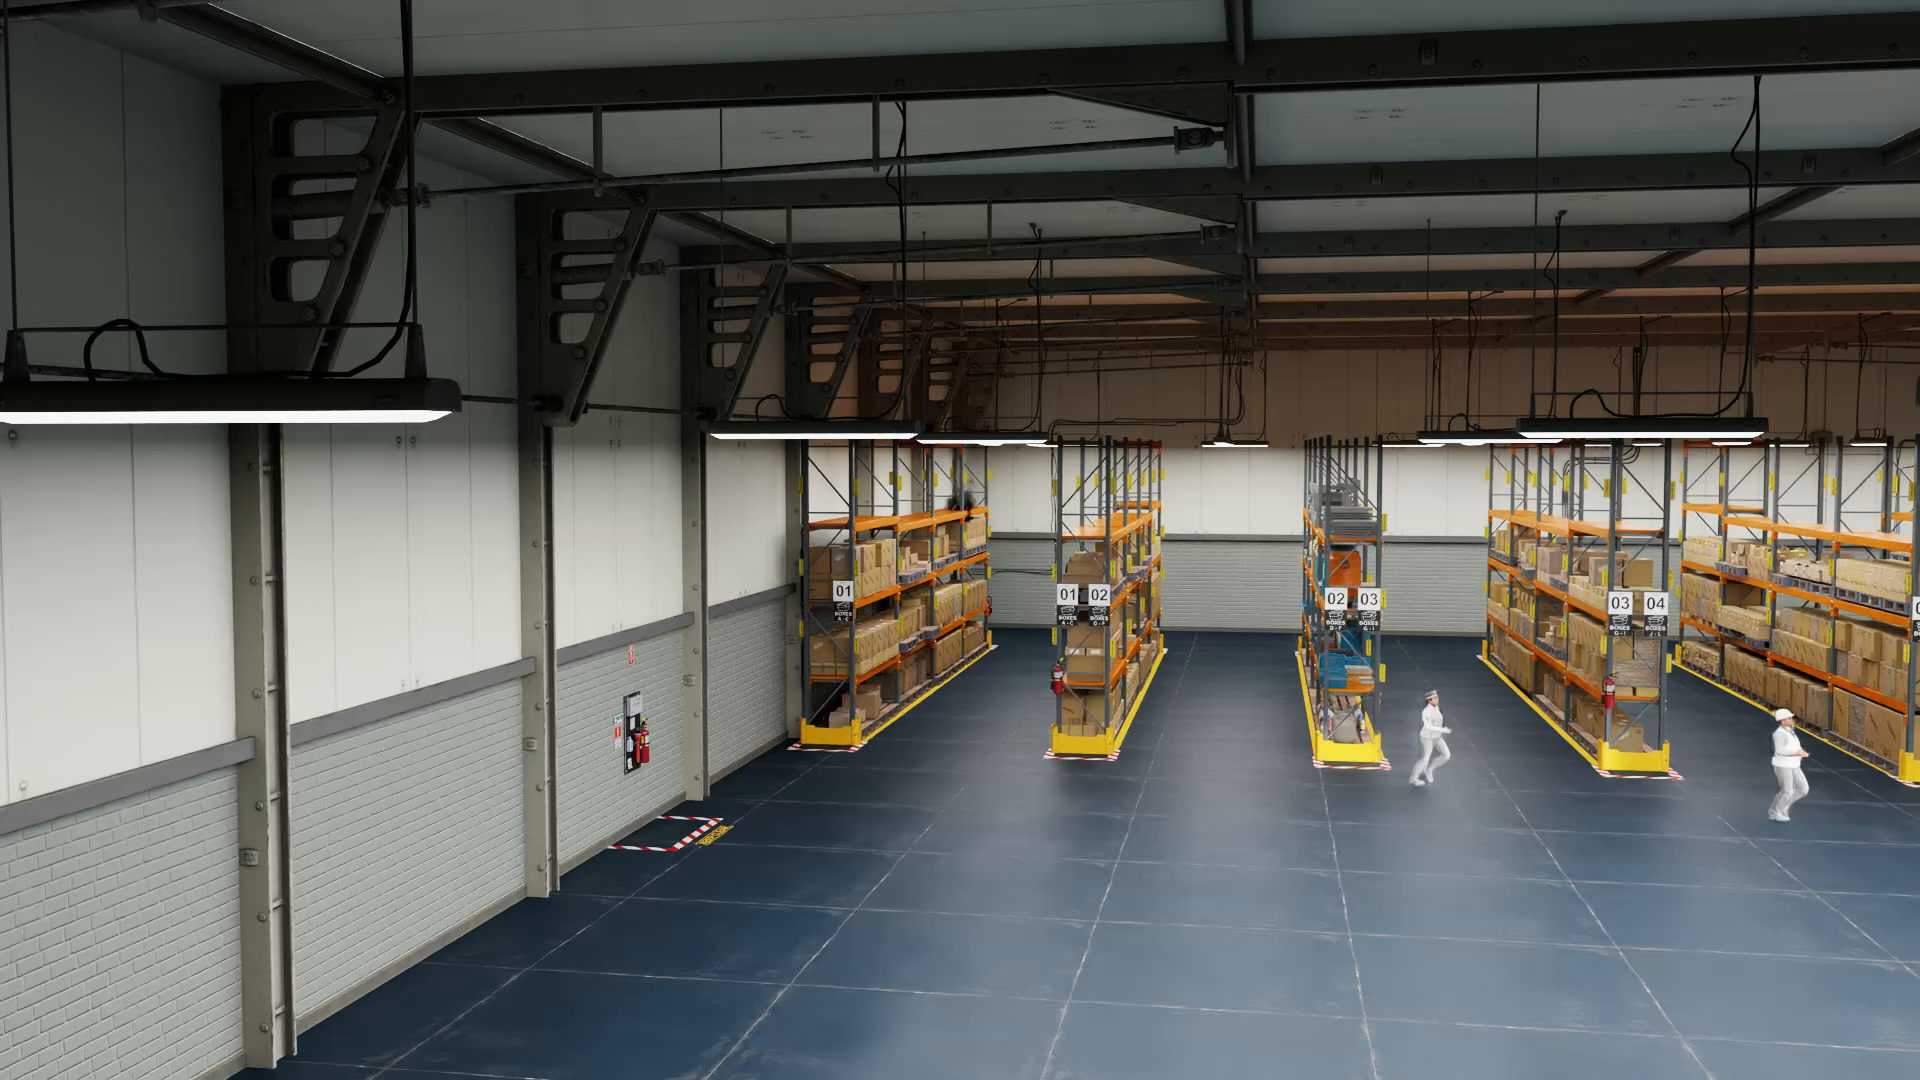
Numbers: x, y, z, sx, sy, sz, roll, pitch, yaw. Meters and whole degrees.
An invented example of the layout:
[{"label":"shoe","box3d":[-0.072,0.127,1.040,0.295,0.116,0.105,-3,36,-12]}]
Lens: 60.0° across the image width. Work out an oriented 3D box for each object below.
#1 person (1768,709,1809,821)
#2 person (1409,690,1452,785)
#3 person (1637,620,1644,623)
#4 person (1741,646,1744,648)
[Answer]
[{"label":"person","box3d":[12.745,3.463,25.503,0.646,1.743,0.610,-3,4,-44]},{"label":"person","box3d":[8.021,3.350,28.211,0.628,1.646,0.762,-3,4,-44]},{"label":"person","box3d":[16.457,2.679,40.224,0.715,1.735,0.826,0,3,1]},{"label":"person","box3d":[21.103,2.452,44.678,0.711,1.748,0.643,0,3,-8]}]
